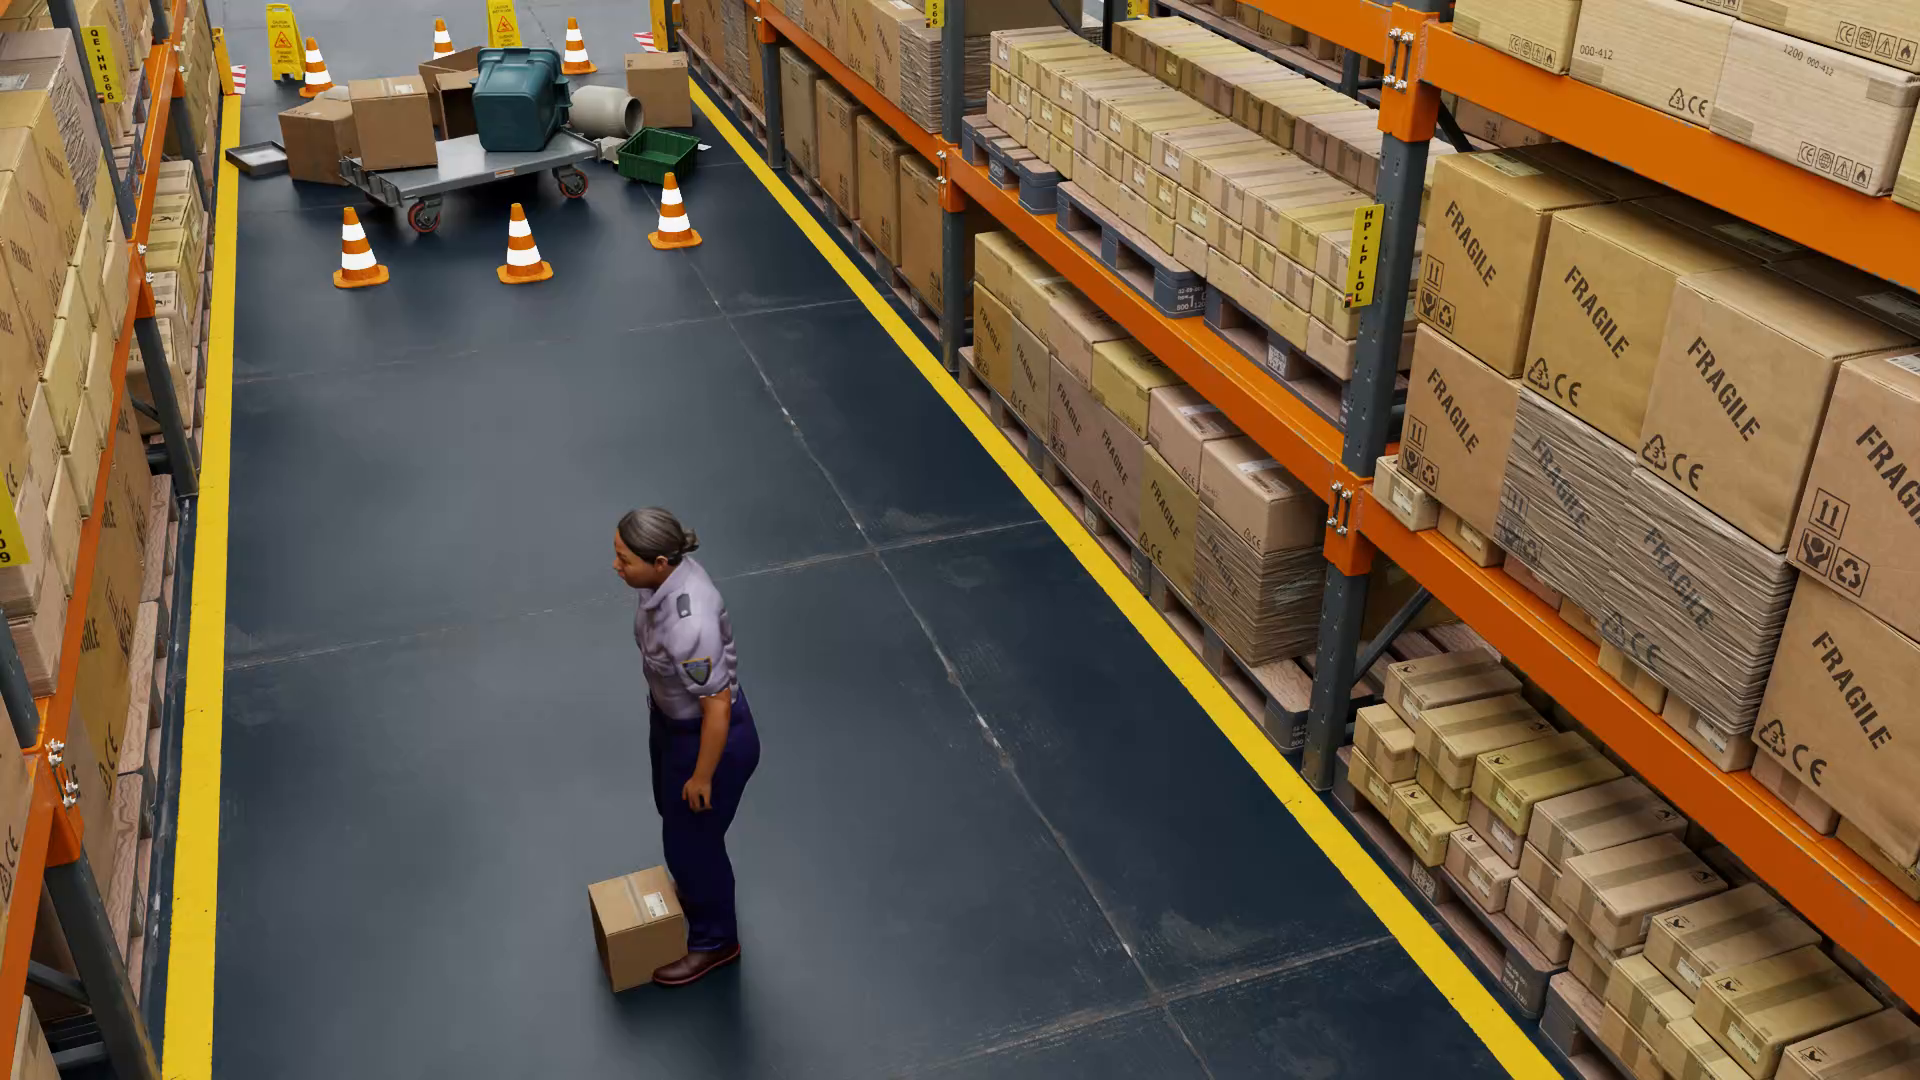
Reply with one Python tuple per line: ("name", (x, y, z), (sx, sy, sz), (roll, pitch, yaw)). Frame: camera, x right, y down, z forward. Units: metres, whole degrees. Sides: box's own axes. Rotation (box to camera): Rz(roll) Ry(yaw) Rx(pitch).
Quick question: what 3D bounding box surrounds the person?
("person", (-0.842, 0.603, 5.093), (0.414, 1.651, 0.545), (-11, 32, -18))
